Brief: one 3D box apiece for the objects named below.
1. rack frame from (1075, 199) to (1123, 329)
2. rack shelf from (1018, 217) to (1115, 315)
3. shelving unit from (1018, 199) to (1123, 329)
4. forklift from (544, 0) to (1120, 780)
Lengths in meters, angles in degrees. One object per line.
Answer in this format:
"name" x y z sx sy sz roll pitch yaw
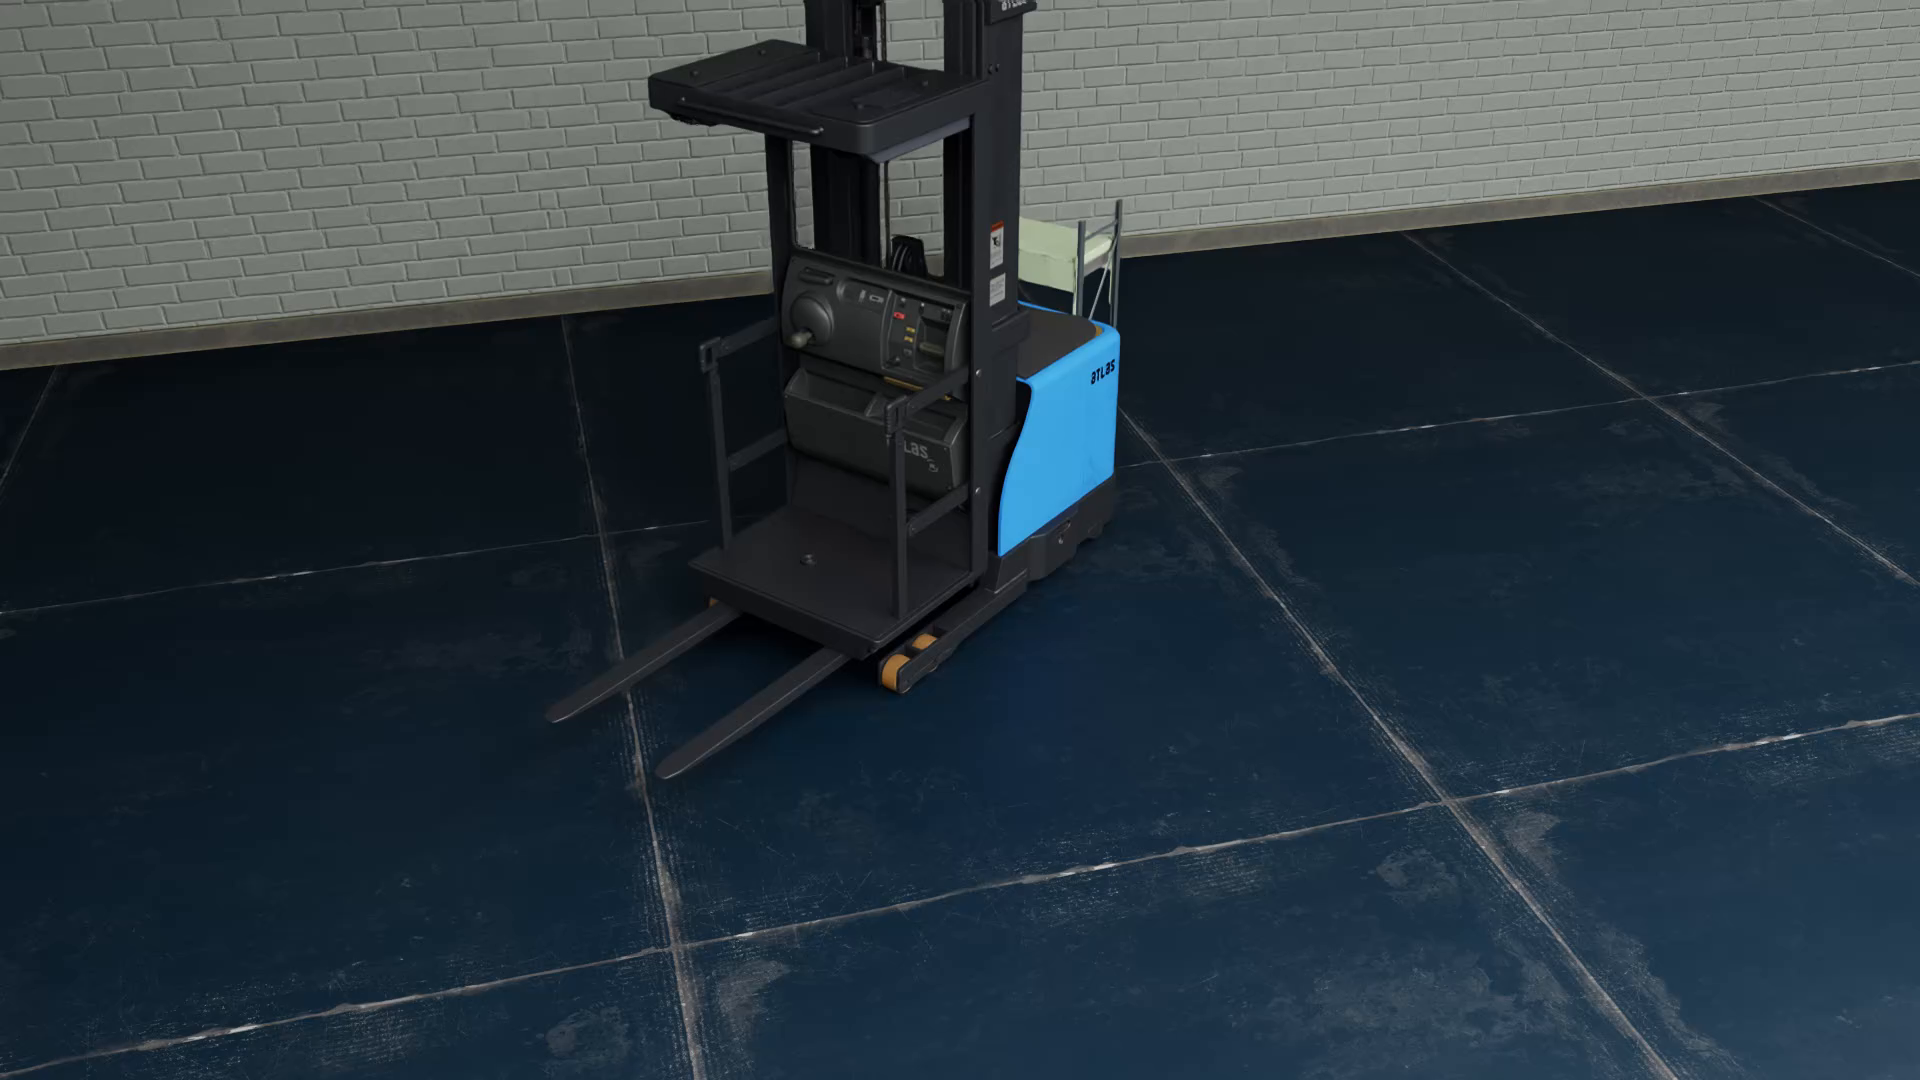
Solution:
"rack frame" 0.676 -0.935 8.367 0.023 1.500 0.400 18 35 29
"rack shelf" 0.372 -1.374 8.346 0.720 0.370 0.431 18 35 29
"shelving unit" 0.371 -1.036 8.541 0.755 1.500 0.431 18 35 29
"forklift" -0.497 -0.889 6.860 1.130 2.935 3.031 20 36 30
